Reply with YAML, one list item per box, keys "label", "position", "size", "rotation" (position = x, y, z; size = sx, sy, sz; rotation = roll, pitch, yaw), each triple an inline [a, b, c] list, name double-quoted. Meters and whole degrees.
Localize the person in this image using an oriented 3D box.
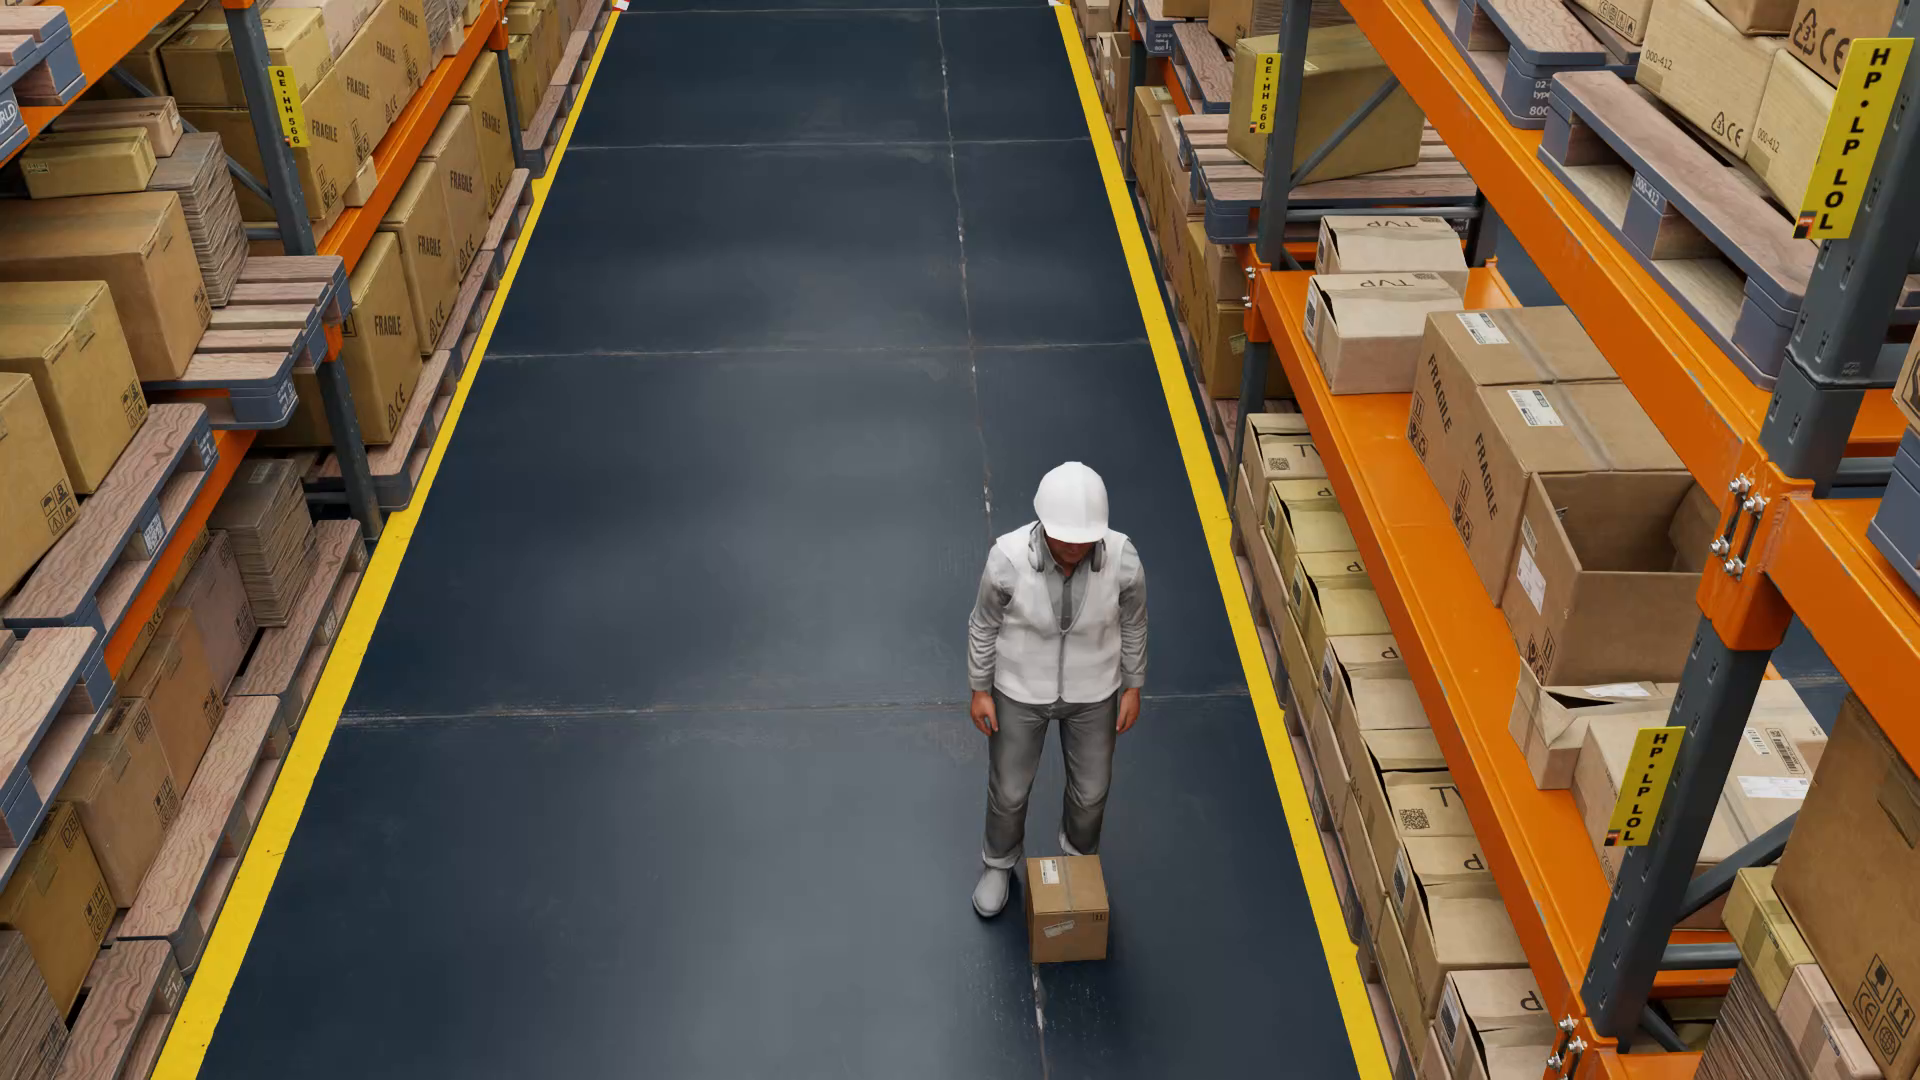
- label: "person"
  position: [0.314, 0.483, 5.433]
  size: [0.580, 1.771, 0.462]
  rotation: [-1, 35, -2]
